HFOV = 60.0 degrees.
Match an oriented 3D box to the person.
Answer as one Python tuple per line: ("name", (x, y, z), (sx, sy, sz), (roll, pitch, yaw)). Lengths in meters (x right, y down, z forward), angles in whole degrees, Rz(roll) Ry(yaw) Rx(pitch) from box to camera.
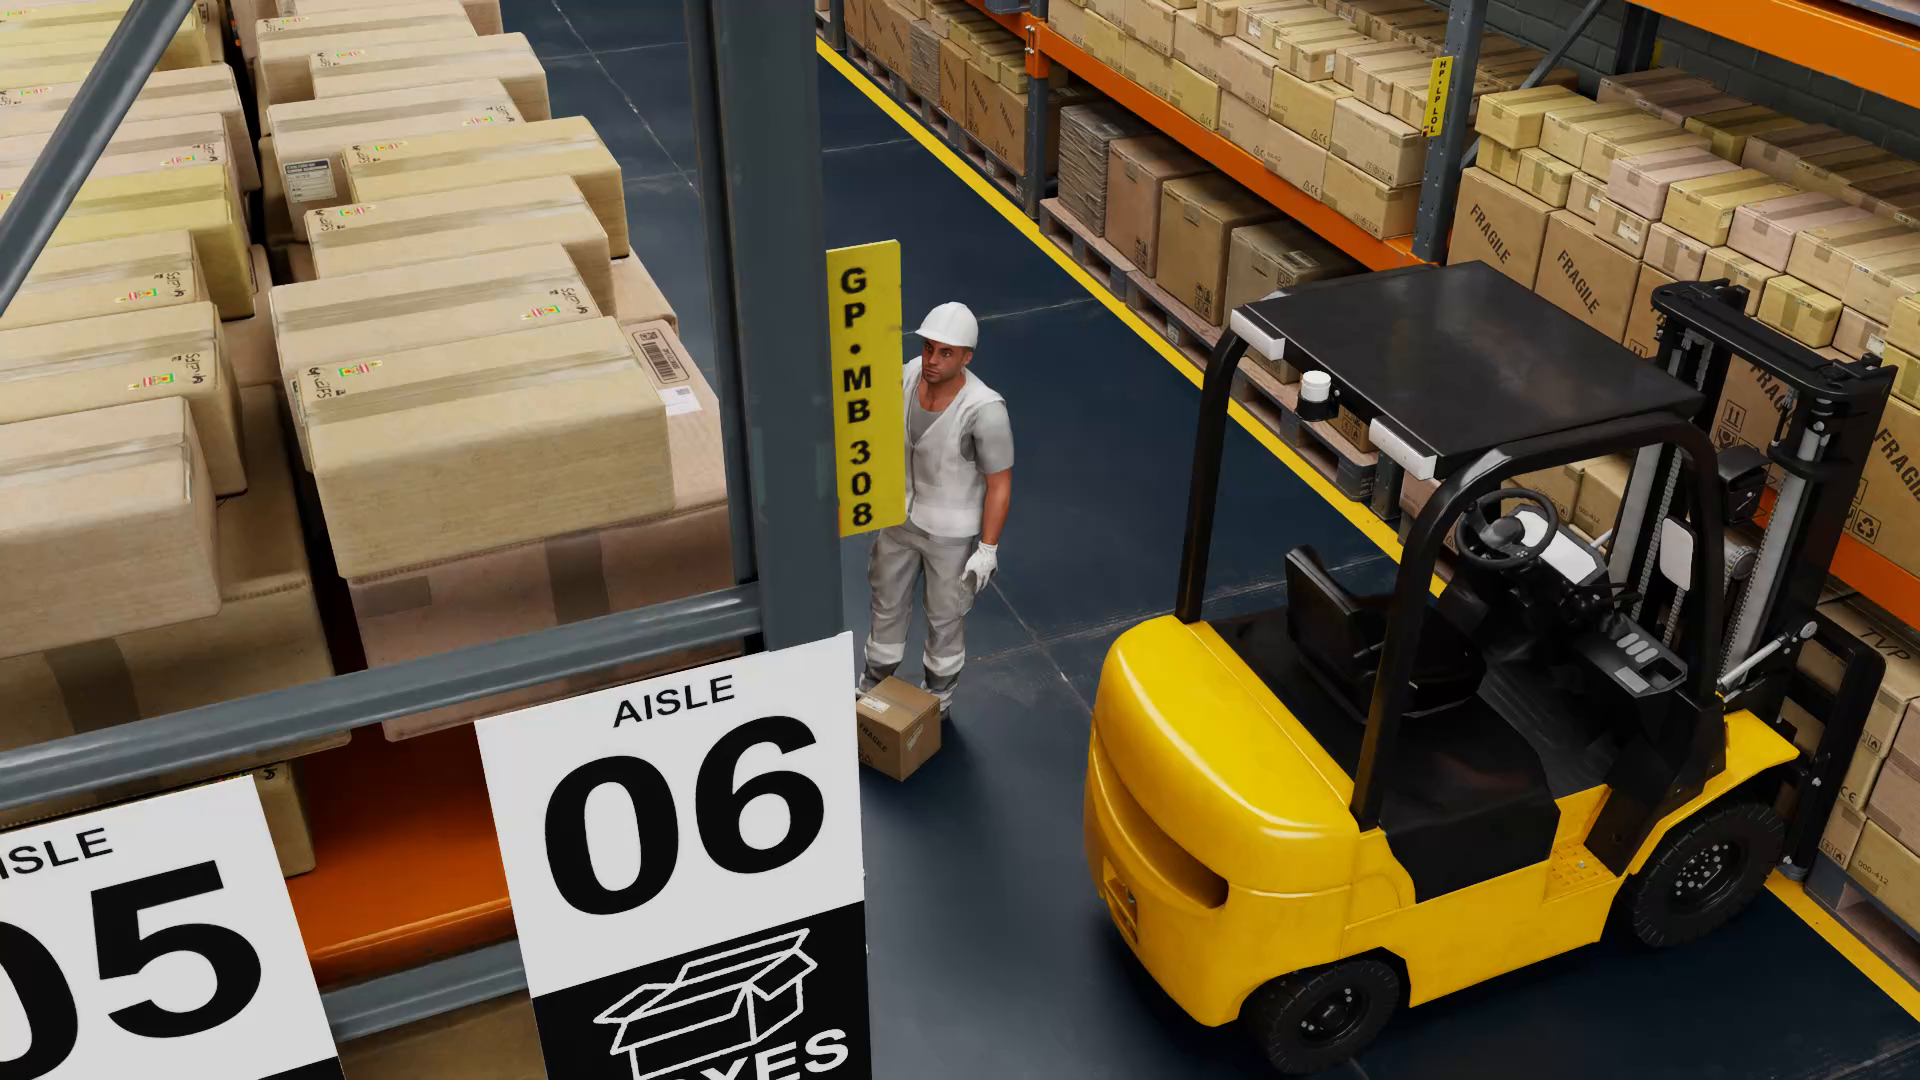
("person", (-0.156, -0.019, 6.131), (0.638, 1.789, 0.563), (23, 40, 31))
